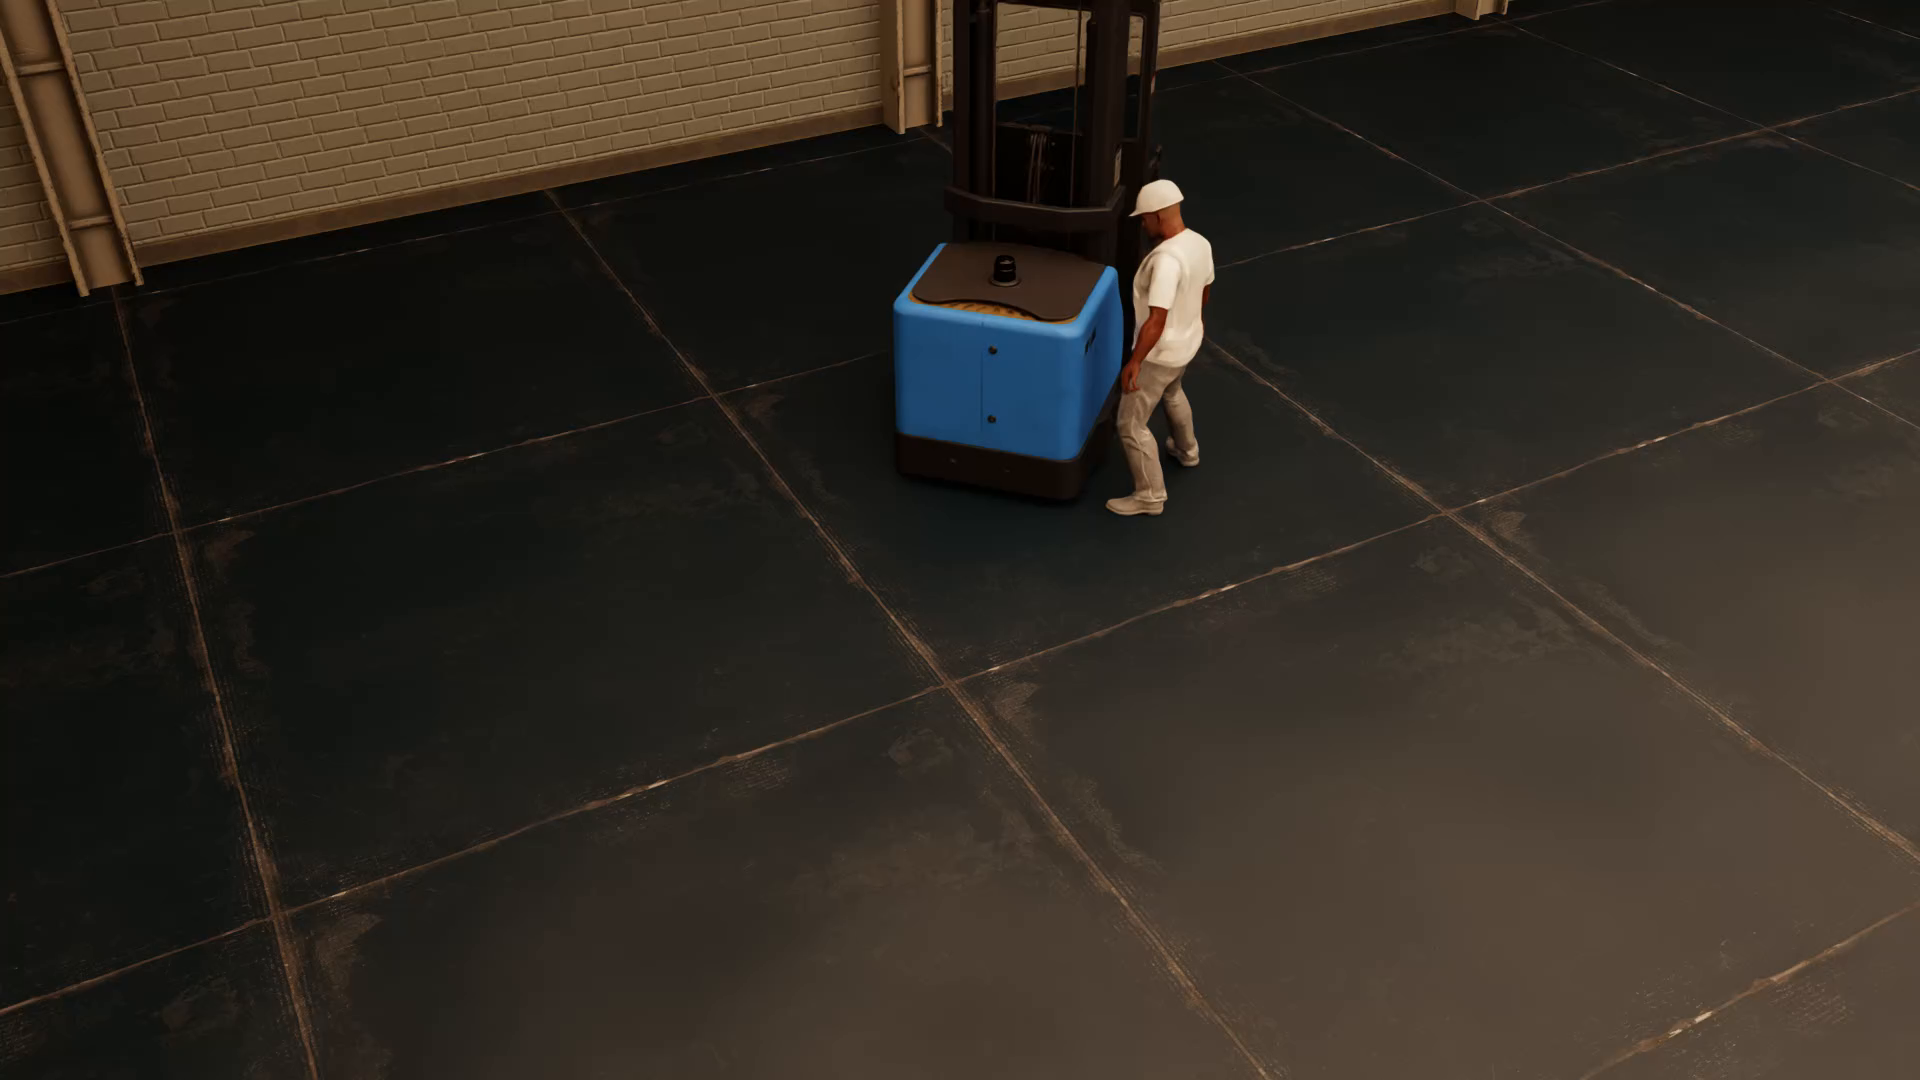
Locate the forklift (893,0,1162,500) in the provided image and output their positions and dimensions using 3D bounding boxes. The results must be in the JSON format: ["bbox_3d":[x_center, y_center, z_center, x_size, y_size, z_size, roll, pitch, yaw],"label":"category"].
[{"bbox_3d":[0.576,-2.260,9.320,1.130,2.935,3.031,11,37,15],"label":"forklift"}]

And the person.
[{"bbox_3d":[1.029,-1.023,8.644,0.437,1.718,0.973,17,39,23],"label":"person"}]
